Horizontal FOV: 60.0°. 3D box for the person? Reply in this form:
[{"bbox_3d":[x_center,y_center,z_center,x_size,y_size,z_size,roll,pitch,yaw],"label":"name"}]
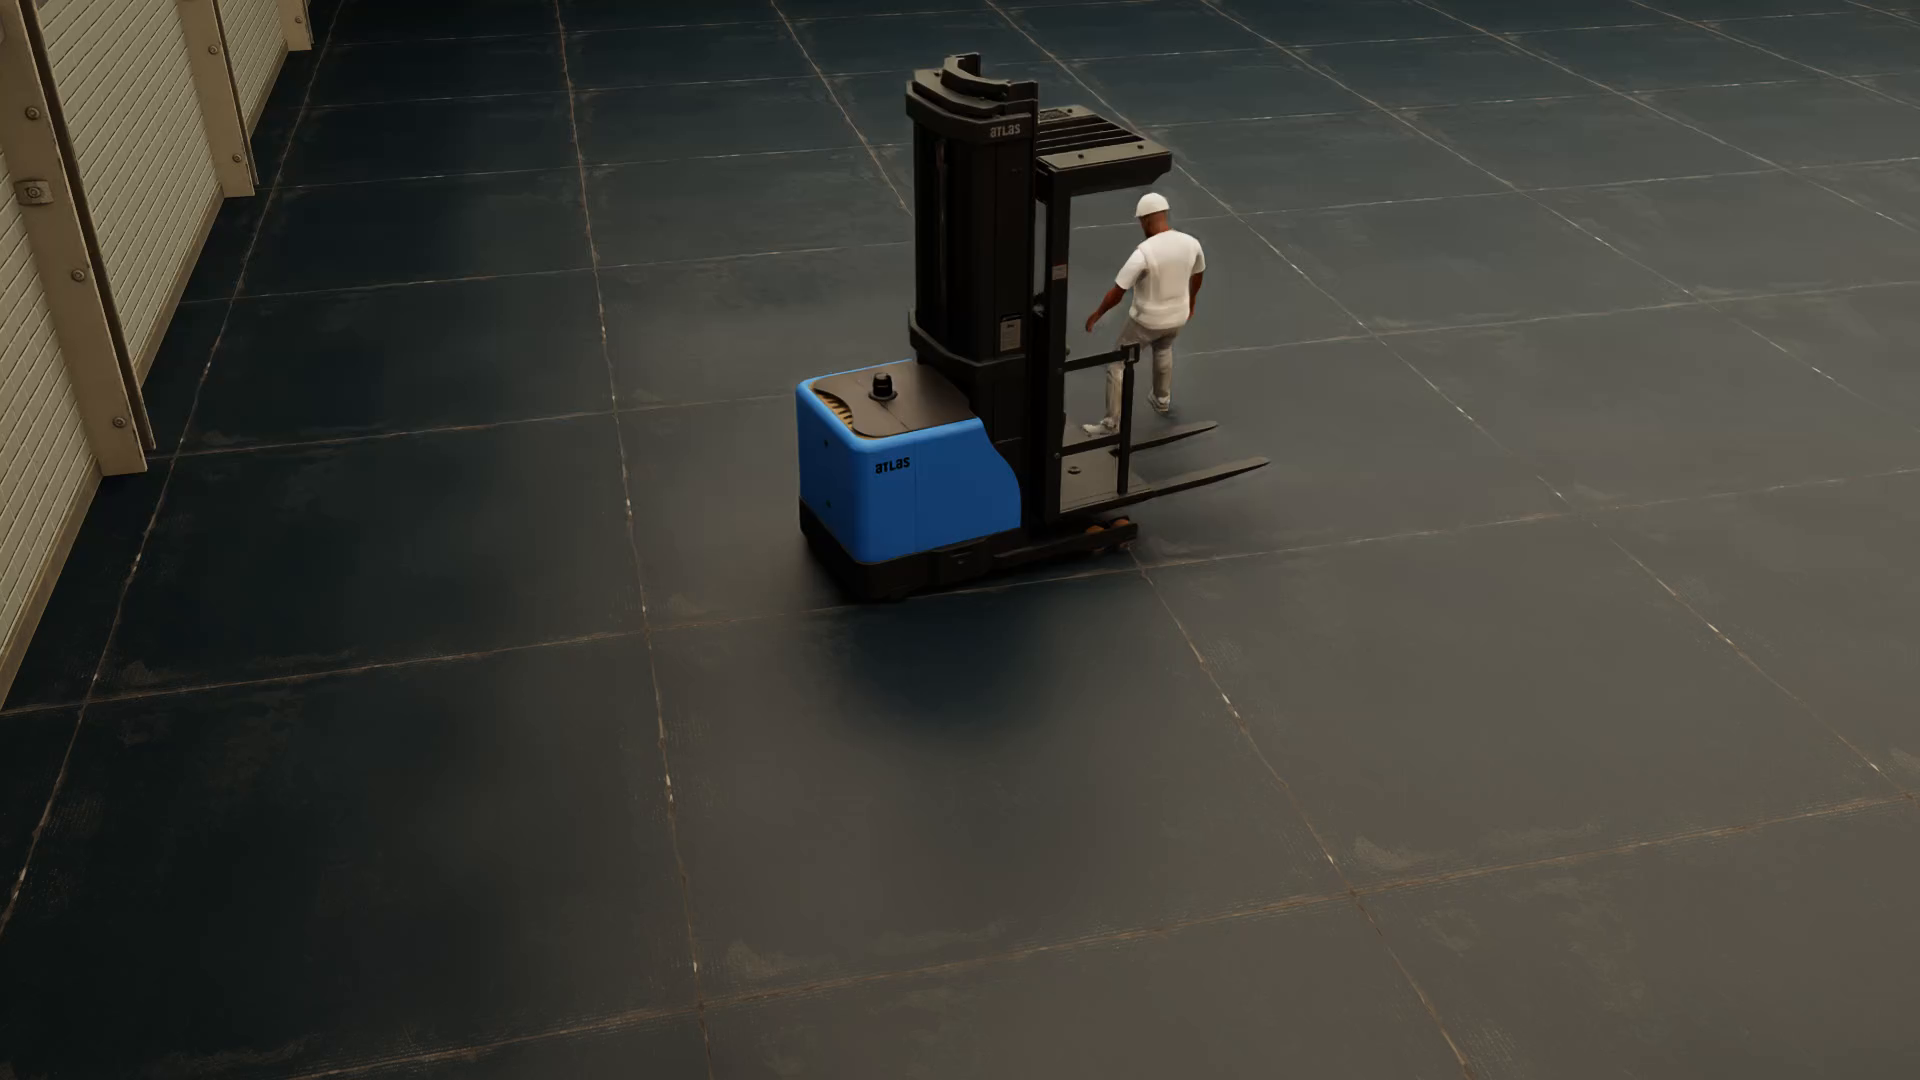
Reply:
[{"bbox_3d":[1.266,-1.594,11.588,0.972,1.680,0.547,-16,34,-25],"label":"person"}]

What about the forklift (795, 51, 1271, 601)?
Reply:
[{"bbox_3d":[0.545,-1.410,10.010,3.031,2.935,1.130,-14,33,-23],"label":"forklift"}]
